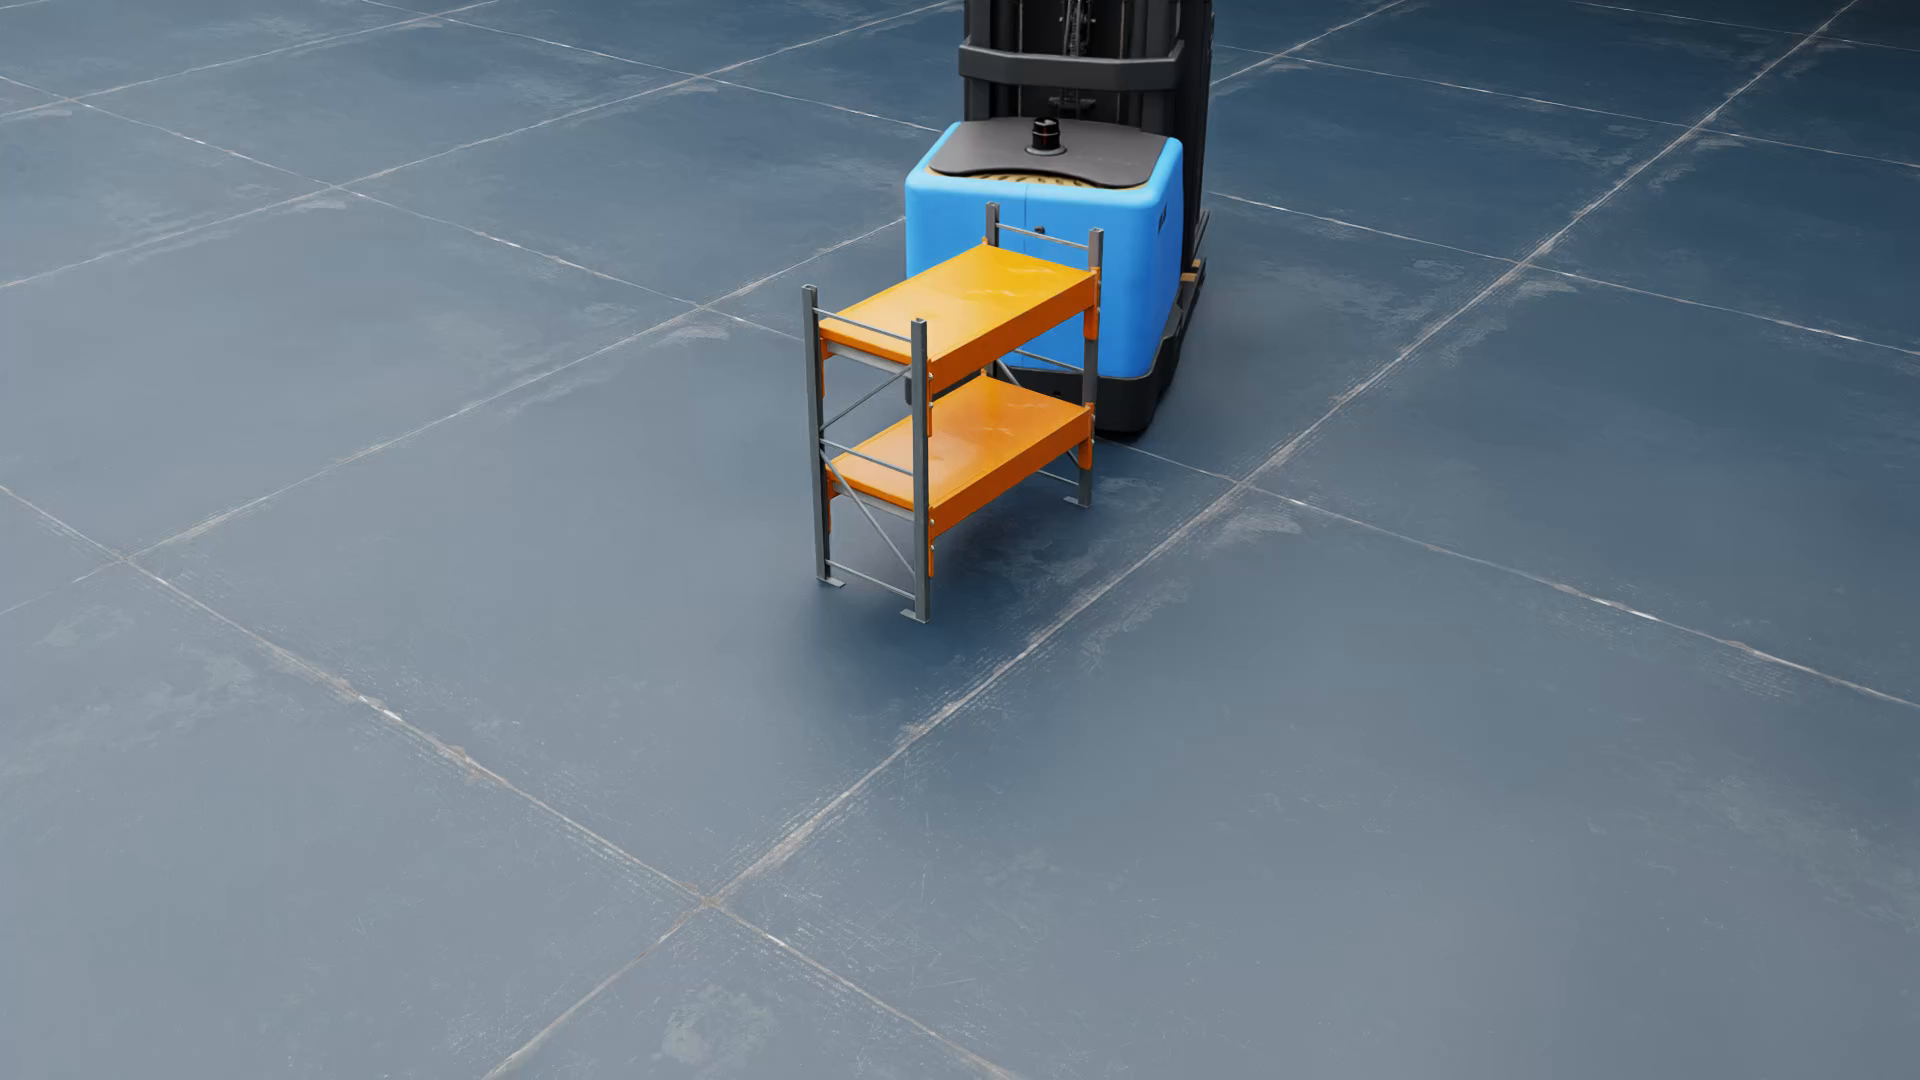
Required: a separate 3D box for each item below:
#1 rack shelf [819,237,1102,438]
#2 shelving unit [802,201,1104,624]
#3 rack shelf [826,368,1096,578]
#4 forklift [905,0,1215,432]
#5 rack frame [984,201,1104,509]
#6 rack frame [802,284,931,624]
[{"bbox_3d":[-0.004,-0.733,5.809,0.538,0.278,1.000,21,37,31],"label":"rack shelf"},{"bbox_3d":[-0.004,-0.481,5.959,0.538,1.125,1.048,21,37,31],"label":"shelving unit"},{"bbox_3d":[-0.004,-0.271,6.083,0.538,0.278,1.000,21,37,31],"label":"rack shelf"},{"bbox_3d":[0.615,-2.447,7.503,1.130,2.935,3.031,7,31,12],"label":"forklift"},{"bbox_3d":[0.303,-0.688,6.307,0.500,1.125,0.032,21,37,31],"label":"rack frame"},{"bbox_3d":[-0.311,-0.275,5.610,0.500,1.125,0.032,21,37,31],"label":"rack frame"}]
